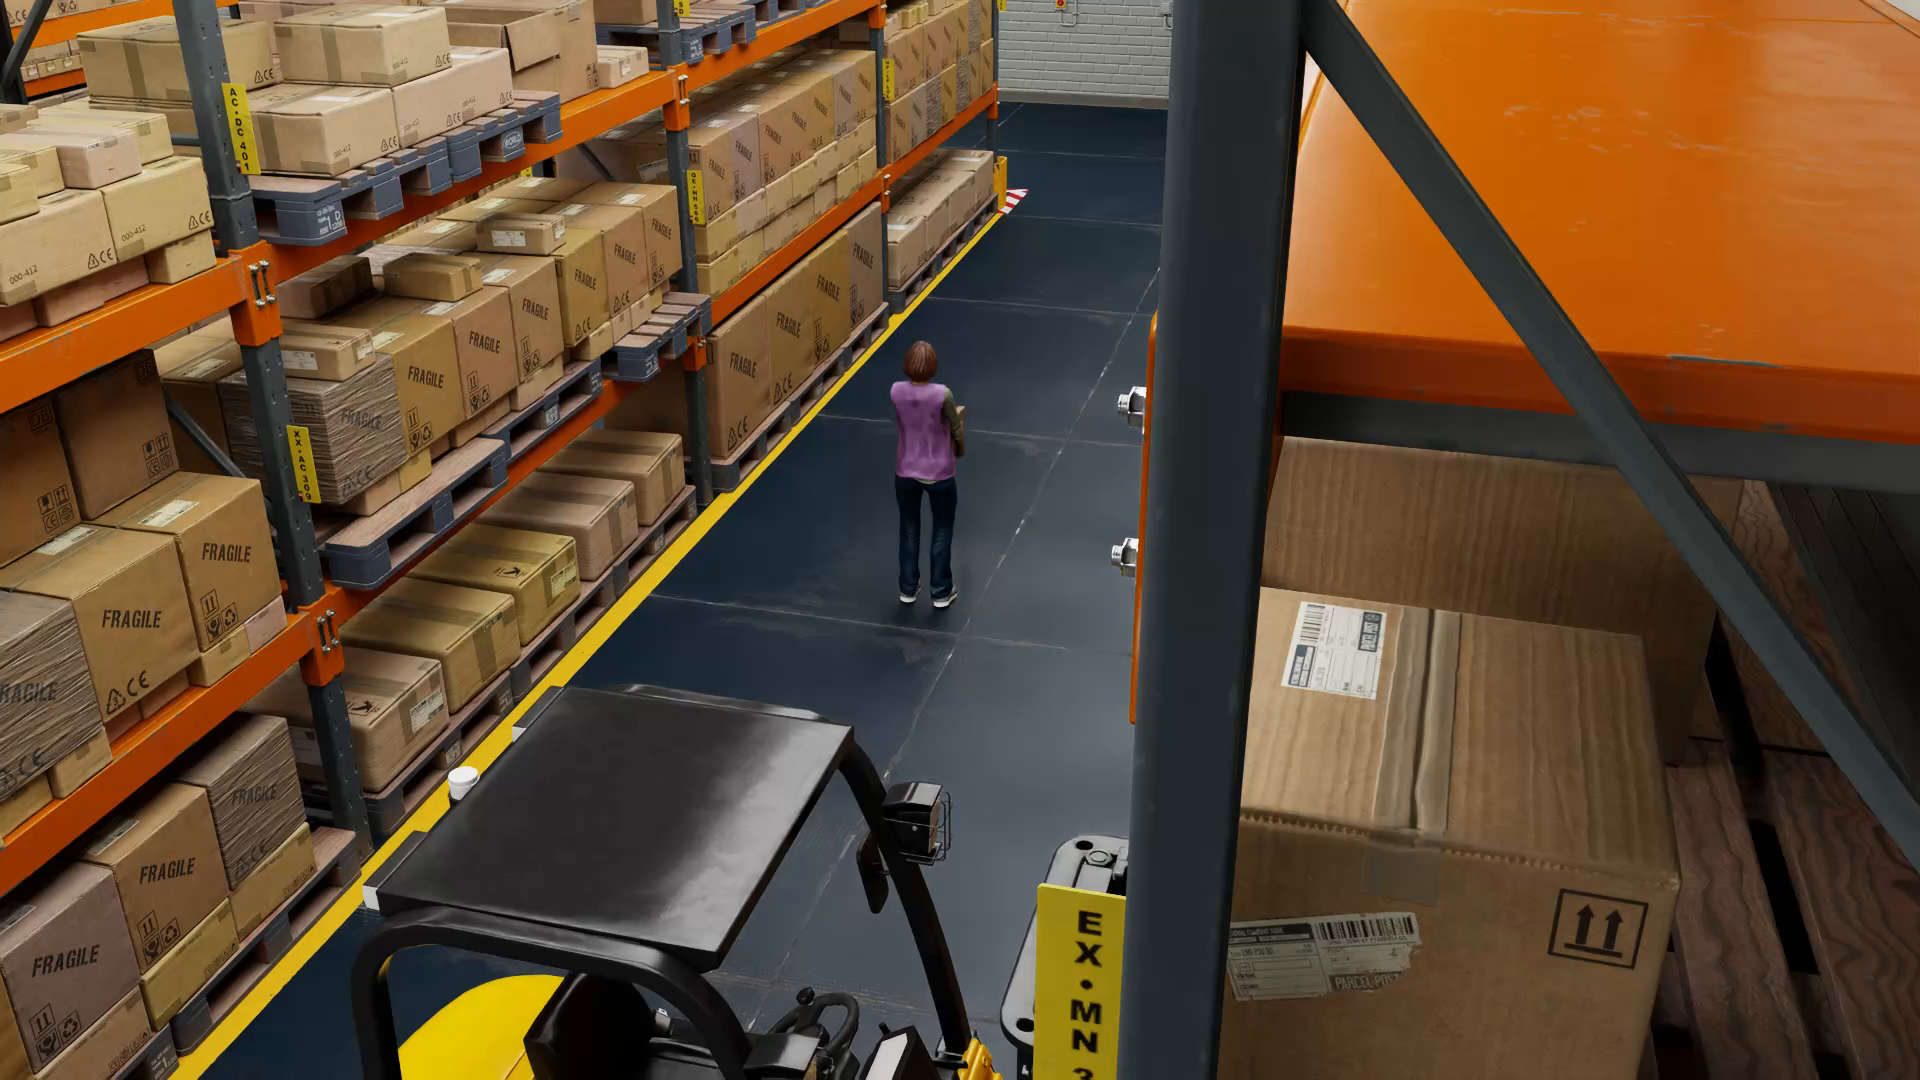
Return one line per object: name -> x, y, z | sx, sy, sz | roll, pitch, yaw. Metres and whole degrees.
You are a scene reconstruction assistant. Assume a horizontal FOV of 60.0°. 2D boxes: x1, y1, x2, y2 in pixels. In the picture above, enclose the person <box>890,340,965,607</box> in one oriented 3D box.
person -> -0.176, -0.403, 9.470 | 0.396, 1.594, 0.493 | 6, 26, 13
